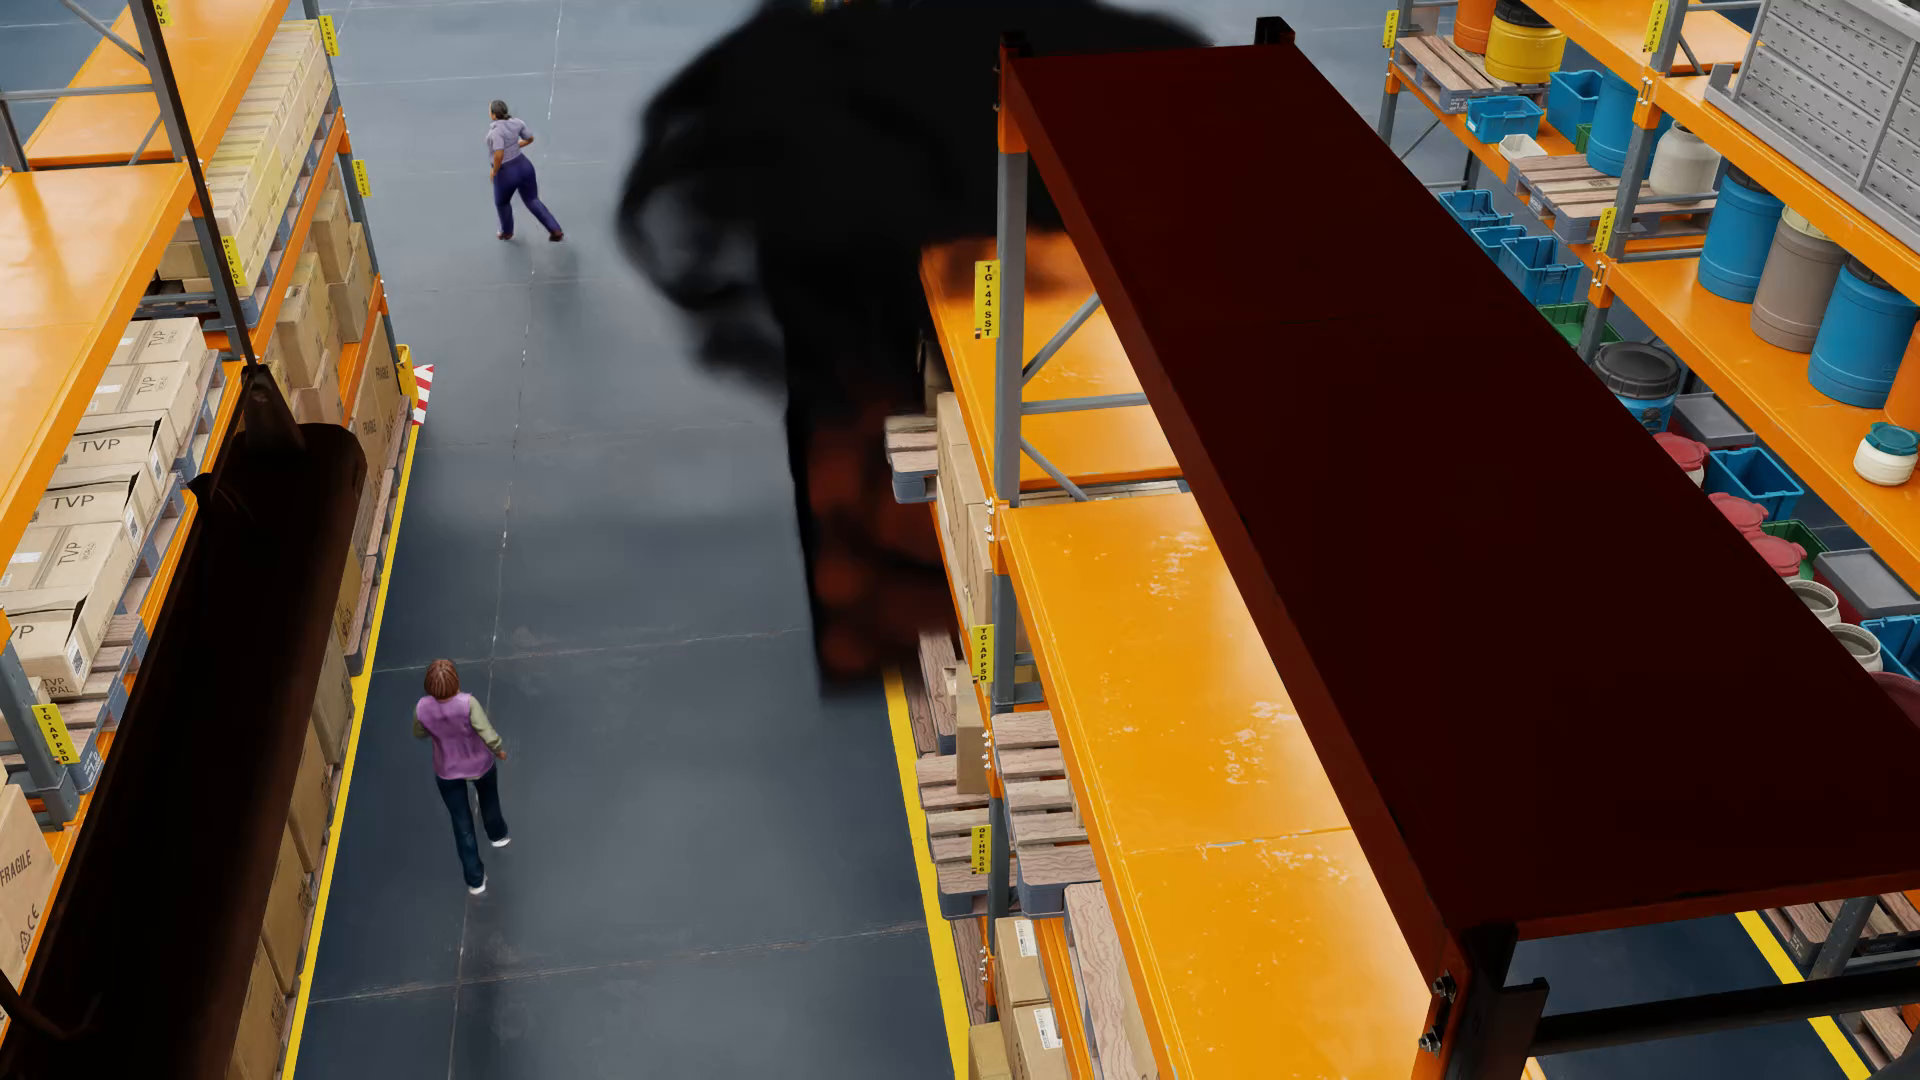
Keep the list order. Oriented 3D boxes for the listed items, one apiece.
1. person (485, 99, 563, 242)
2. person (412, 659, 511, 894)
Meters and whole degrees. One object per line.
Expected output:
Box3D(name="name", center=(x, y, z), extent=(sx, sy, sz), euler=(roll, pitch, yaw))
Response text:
Box3D(name="person", center=(-4.634, -3.771, 17.200), extent=(0.950, 1.652, 0.645), euler=(24, 42, 29))
Box3D(name="person", center=(-2.894, 1.360, 9.774), extent=(0.508, 1.685, 0.689), euler=(-8, 37, -11))
